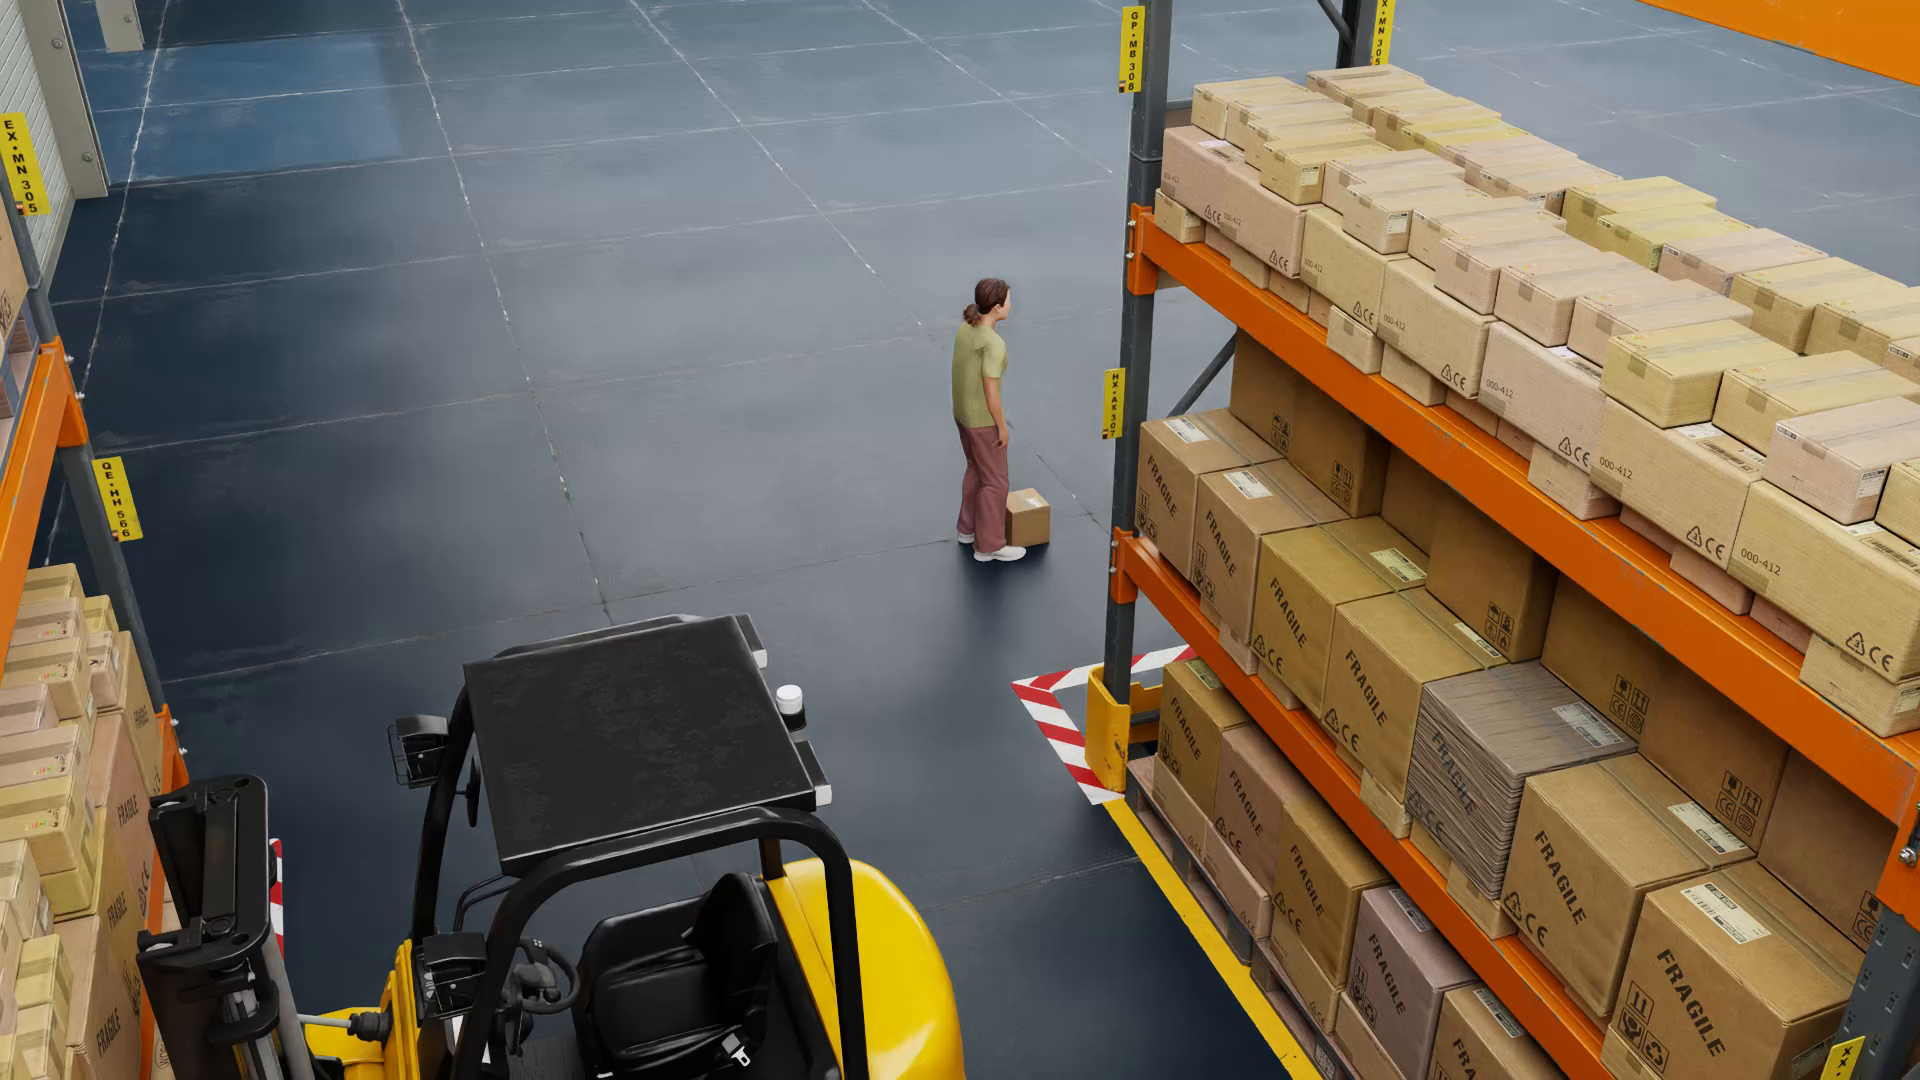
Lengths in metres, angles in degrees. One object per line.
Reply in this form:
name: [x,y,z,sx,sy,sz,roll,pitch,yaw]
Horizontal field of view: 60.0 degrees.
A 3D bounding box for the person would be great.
person: [0.144,-0.700,9.555,0.350,1.672,0.521,-12,32,-20]
